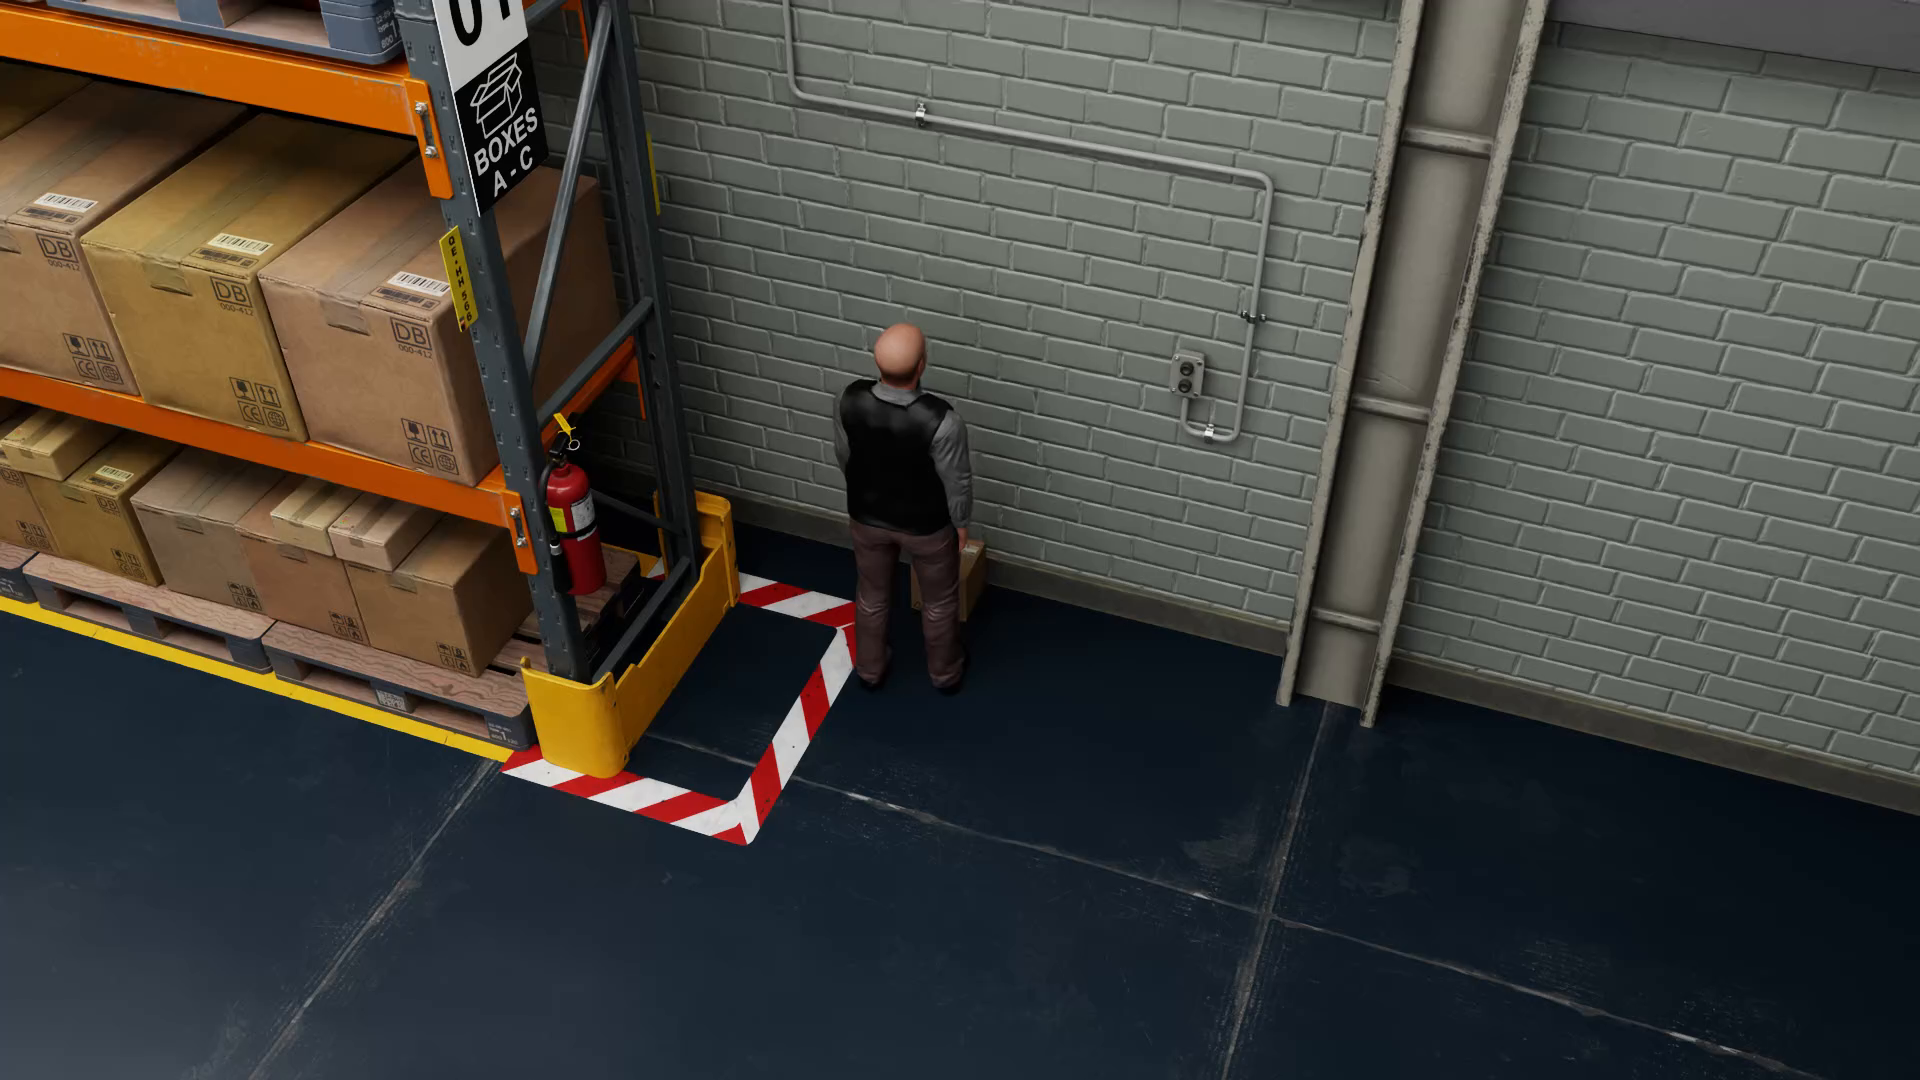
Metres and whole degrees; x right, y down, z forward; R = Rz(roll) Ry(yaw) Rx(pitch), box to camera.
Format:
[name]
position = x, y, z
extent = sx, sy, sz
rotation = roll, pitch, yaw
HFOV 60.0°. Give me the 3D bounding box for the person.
[person]
position = -0.191, -0.036, 6.358
extent = 0.537, 1.527, 0.399
rotation = 12, 43, 14
